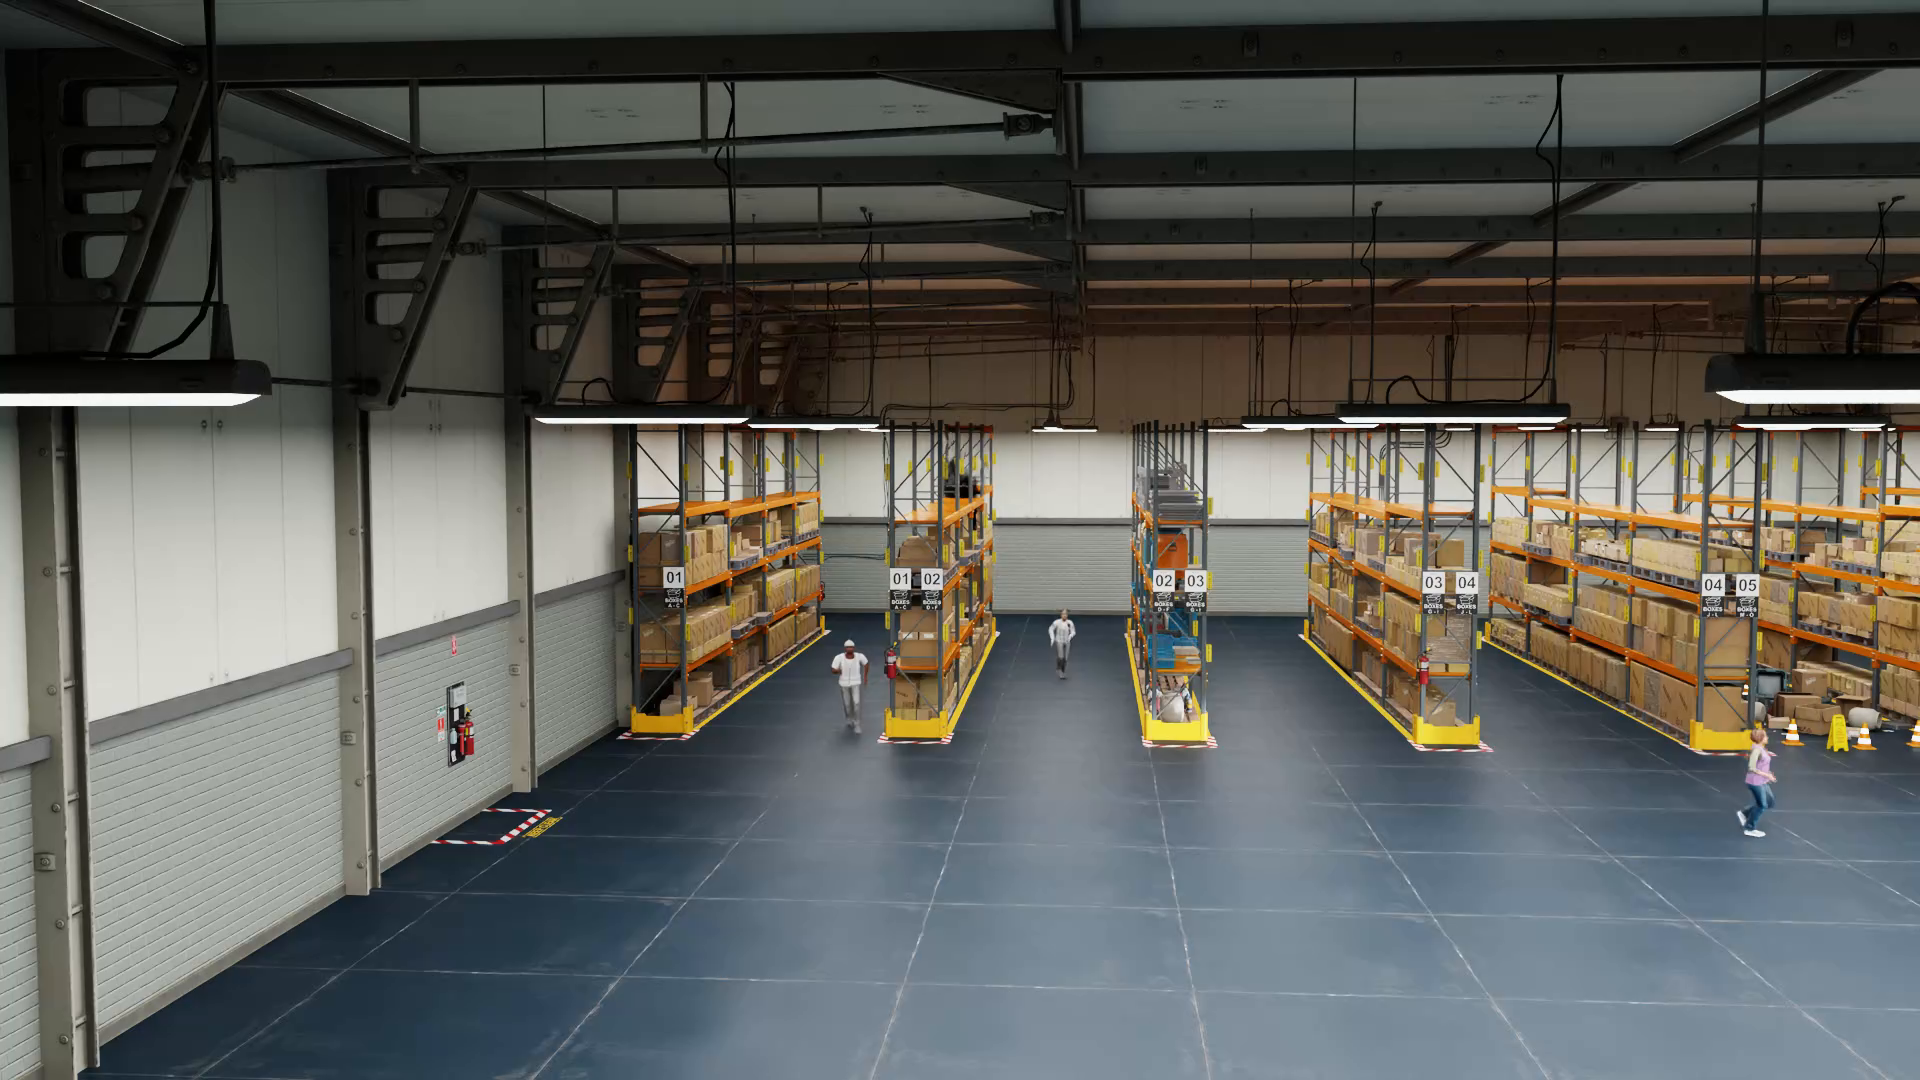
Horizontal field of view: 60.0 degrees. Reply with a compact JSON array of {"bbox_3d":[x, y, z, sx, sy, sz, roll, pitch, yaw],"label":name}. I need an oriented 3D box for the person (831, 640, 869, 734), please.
[{"bbox_3d":[-2.143,2.818,32.164,0.701,1.801,0.810,0,4,0],"label":"person"}]

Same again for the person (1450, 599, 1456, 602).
[{"bbox_3d":[13.303,1.974,44.700,0.668,1.797,0.977,0,4,7],"label":"person"}]

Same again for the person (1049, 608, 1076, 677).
[{"bbox_3d":[2.421,2.414,38.983,0.583,1.647,0.700,-1,4,-9],"label":"person"}]

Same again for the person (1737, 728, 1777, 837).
[{"bbox_3d":[11.339,3.446,23.636,0.530,1.554,0.512,2,4,32],"label":"person"}]
